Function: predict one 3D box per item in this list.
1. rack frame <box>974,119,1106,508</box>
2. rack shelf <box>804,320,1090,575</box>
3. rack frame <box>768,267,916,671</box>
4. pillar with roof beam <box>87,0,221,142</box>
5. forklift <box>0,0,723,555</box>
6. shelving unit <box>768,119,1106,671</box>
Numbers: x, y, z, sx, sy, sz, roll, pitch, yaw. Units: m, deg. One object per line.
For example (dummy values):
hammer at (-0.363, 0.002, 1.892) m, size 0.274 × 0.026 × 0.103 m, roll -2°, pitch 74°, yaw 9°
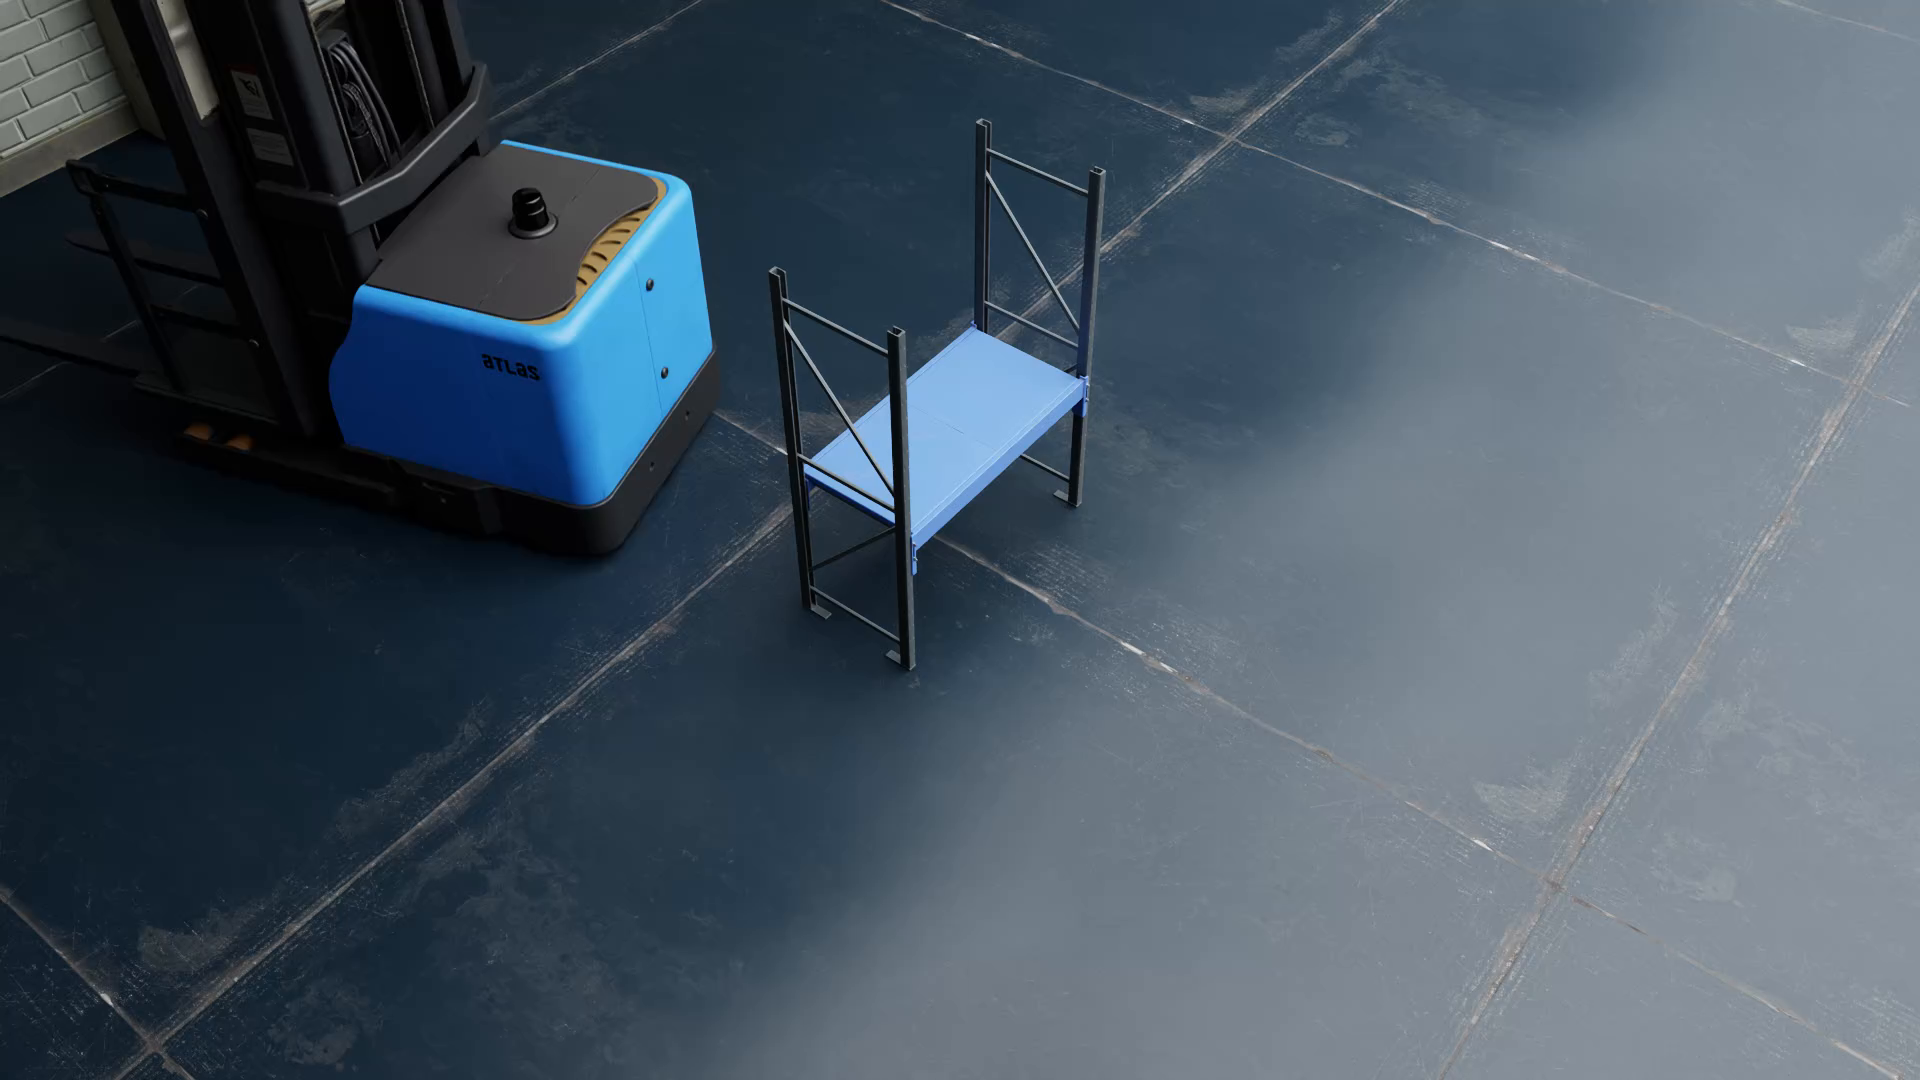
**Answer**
rack frame at (0.259, -0.760, 5.939) m, size 0.500 × 1.500 × 0.032 m, roll 29°, pitch 53°, yaw 25°
rack shelf at (-0.052, -0.345, 5.791) m, size 0.538 × 0.185 × 1.000 m, roll 29°, pitch 53°, yaw 25°
rack frame at (-0.363, -0.178, 5.383) m, size 0.500 × 1.500 × 0.032 m, roll 29°, pitch 53°, yaw 25°
pillar with roof beam at (-0.409, -3.297, 3.176) m, size 9.100 × 9.000 × 0.400 m, roll 29°, pitch 53°, yaw 25°
forklift at (-2.533, -1.610, 5.761) m, size 3.031 × 2.935 × 1.130 m, roll 14°, pitch 48°, yaw 13°
shelving unit at (-0.052, -0.469, 5.661) m, size 0.538 × 1.500 × 1.048 m, roll 29°, pitch 53°, yaw 25°
